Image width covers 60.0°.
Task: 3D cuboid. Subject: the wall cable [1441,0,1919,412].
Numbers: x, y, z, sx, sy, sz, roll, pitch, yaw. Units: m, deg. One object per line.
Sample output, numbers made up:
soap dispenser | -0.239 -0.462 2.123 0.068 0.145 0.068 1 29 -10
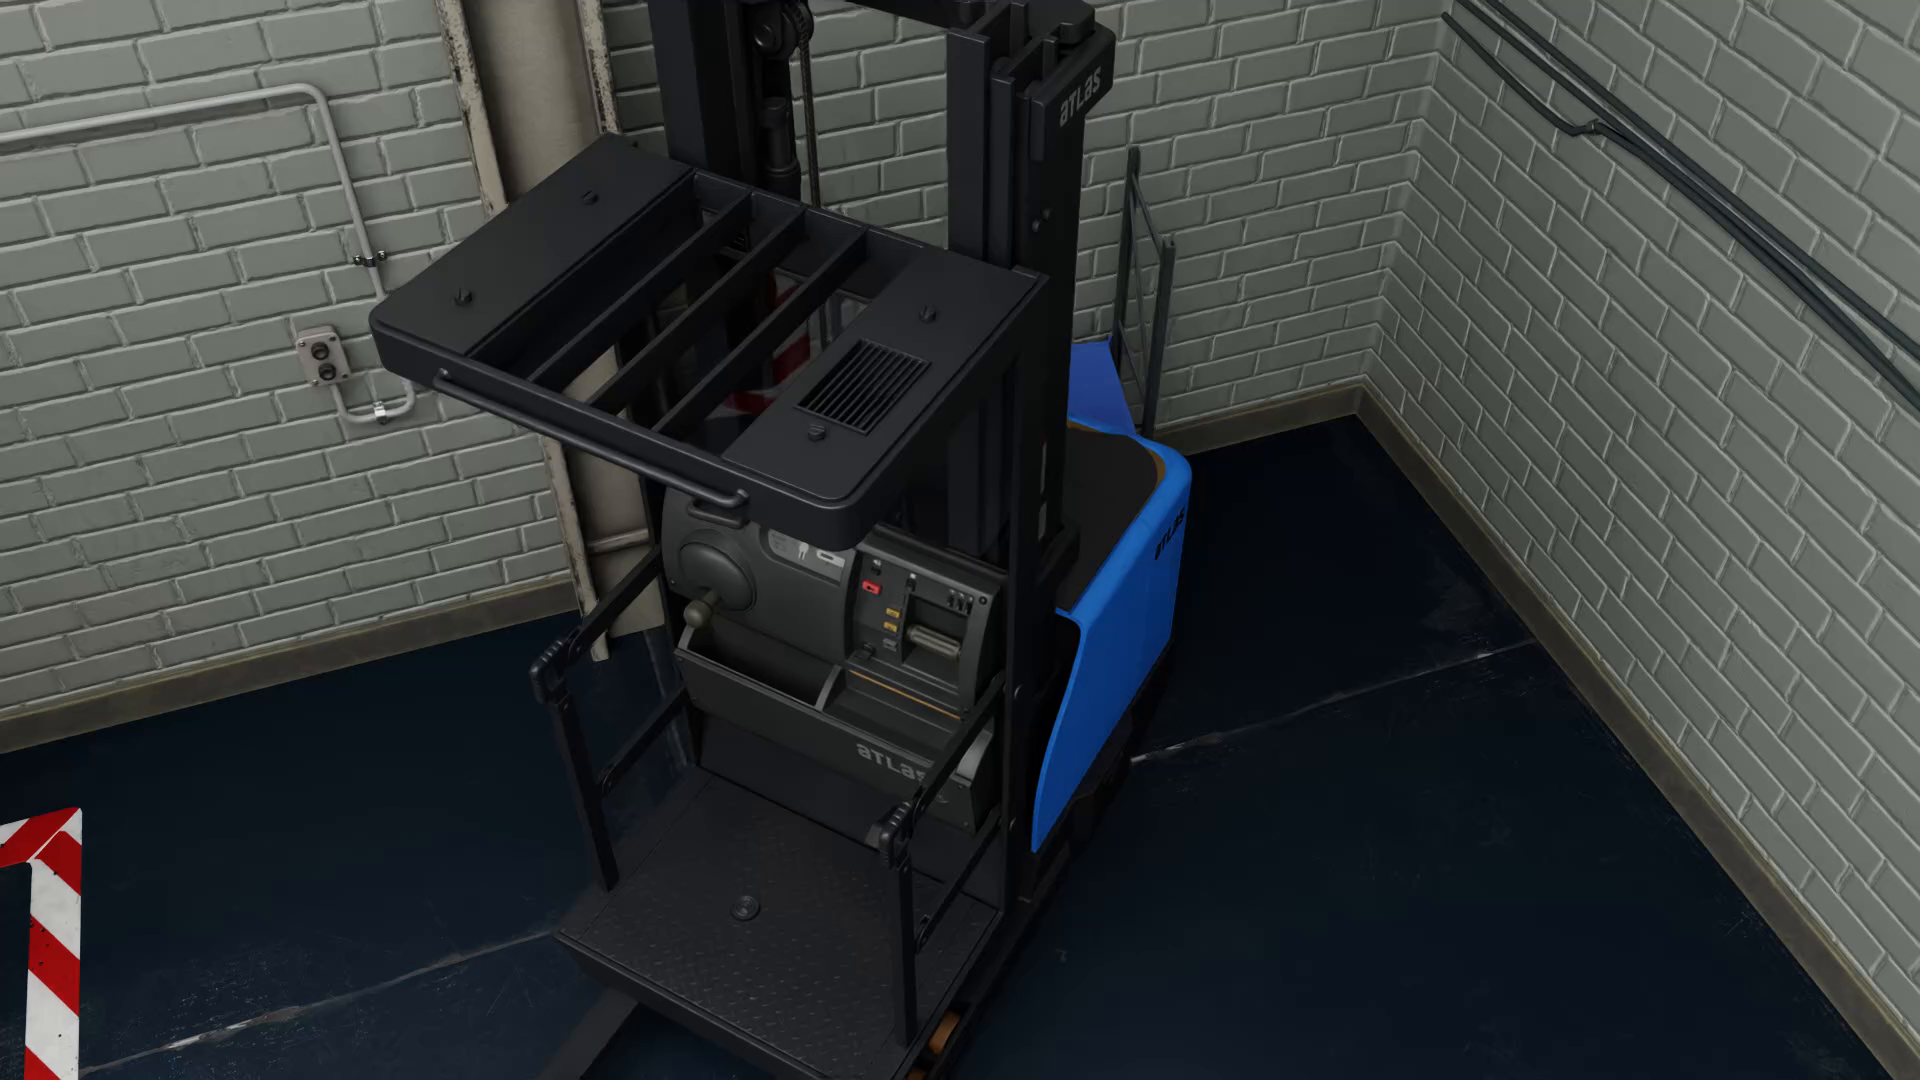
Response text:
wall cable | 2.048 -1.699 3.783 0.112 2.526 3.097 -14 47 -14

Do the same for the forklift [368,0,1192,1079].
forklift | -0.445 0.210 3.971 1.130 2.935 3.031 22 49 20

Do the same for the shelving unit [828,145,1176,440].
shelving unit | 0.098 -0.526 5.686 1.048 1.500 0.538 -8 51 -6

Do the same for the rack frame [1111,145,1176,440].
rack frame | 0.600 -0.593 5.737 0.032 1.500 0.500 -8 51 -6

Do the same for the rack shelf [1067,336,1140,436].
rack shelf | 0.099 -0.412 5.825 1.000 0.185 0.538 -8 51 -6

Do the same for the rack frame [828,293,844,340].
rack frame | -0.403 -0.460 5.635 0.032 1.500 0.500 -8 51 -6

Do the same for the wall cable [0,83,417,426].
wall cable | -2.510 -0.852 4.265 1.851 1.984 0.084 -14 47 -14
